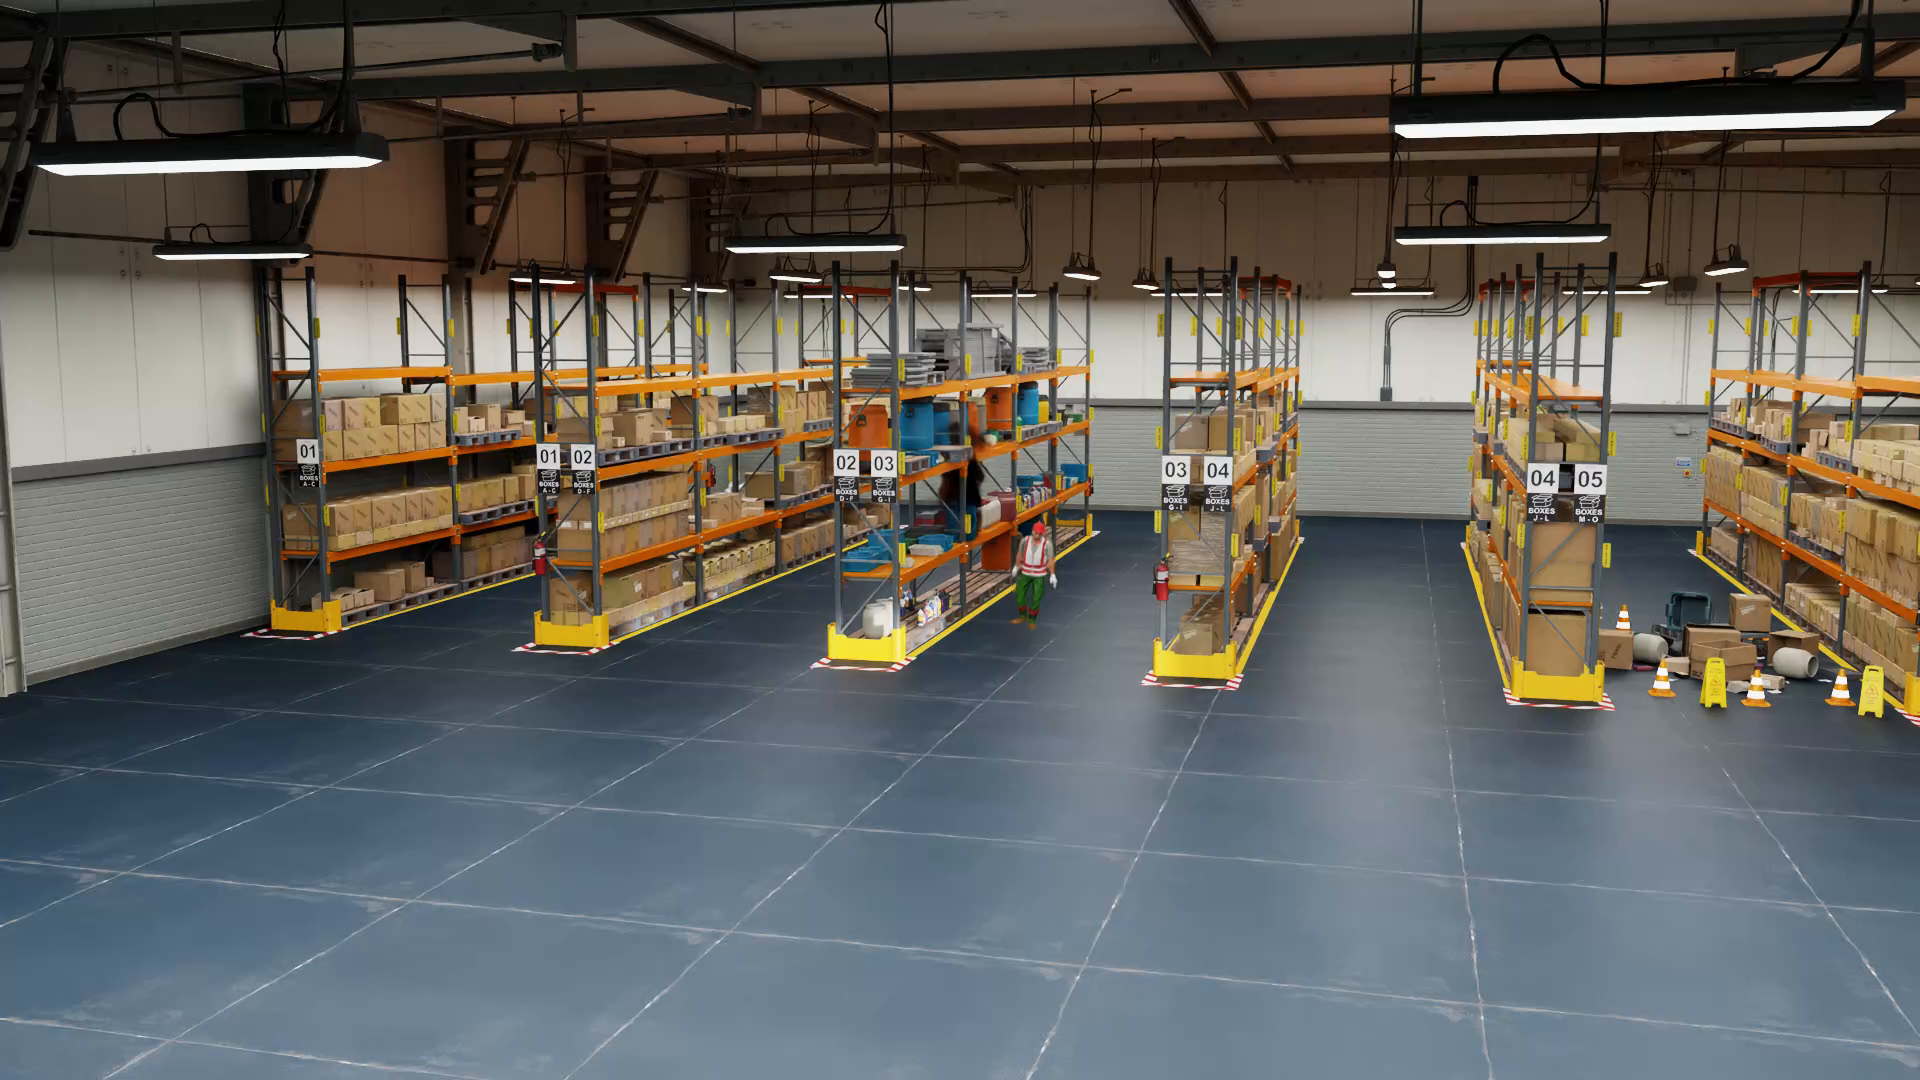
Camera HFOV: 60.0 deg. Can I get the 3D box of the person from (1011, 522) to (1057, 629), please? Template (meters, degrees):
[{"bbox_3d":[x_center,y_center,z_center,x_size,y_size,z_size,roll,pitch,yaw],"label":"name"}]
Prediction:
[{"bbox_3d":[1.159,0.547,26.139,0.792,1.723,0.664,2,7,13],"label":"person"}]

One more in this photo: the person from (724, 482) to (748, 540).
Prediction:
[{"bbox_3d":[-5.204,-0.712,39.149,0.713,1.476,0.989,0,7,-4],"label":"person"}]
